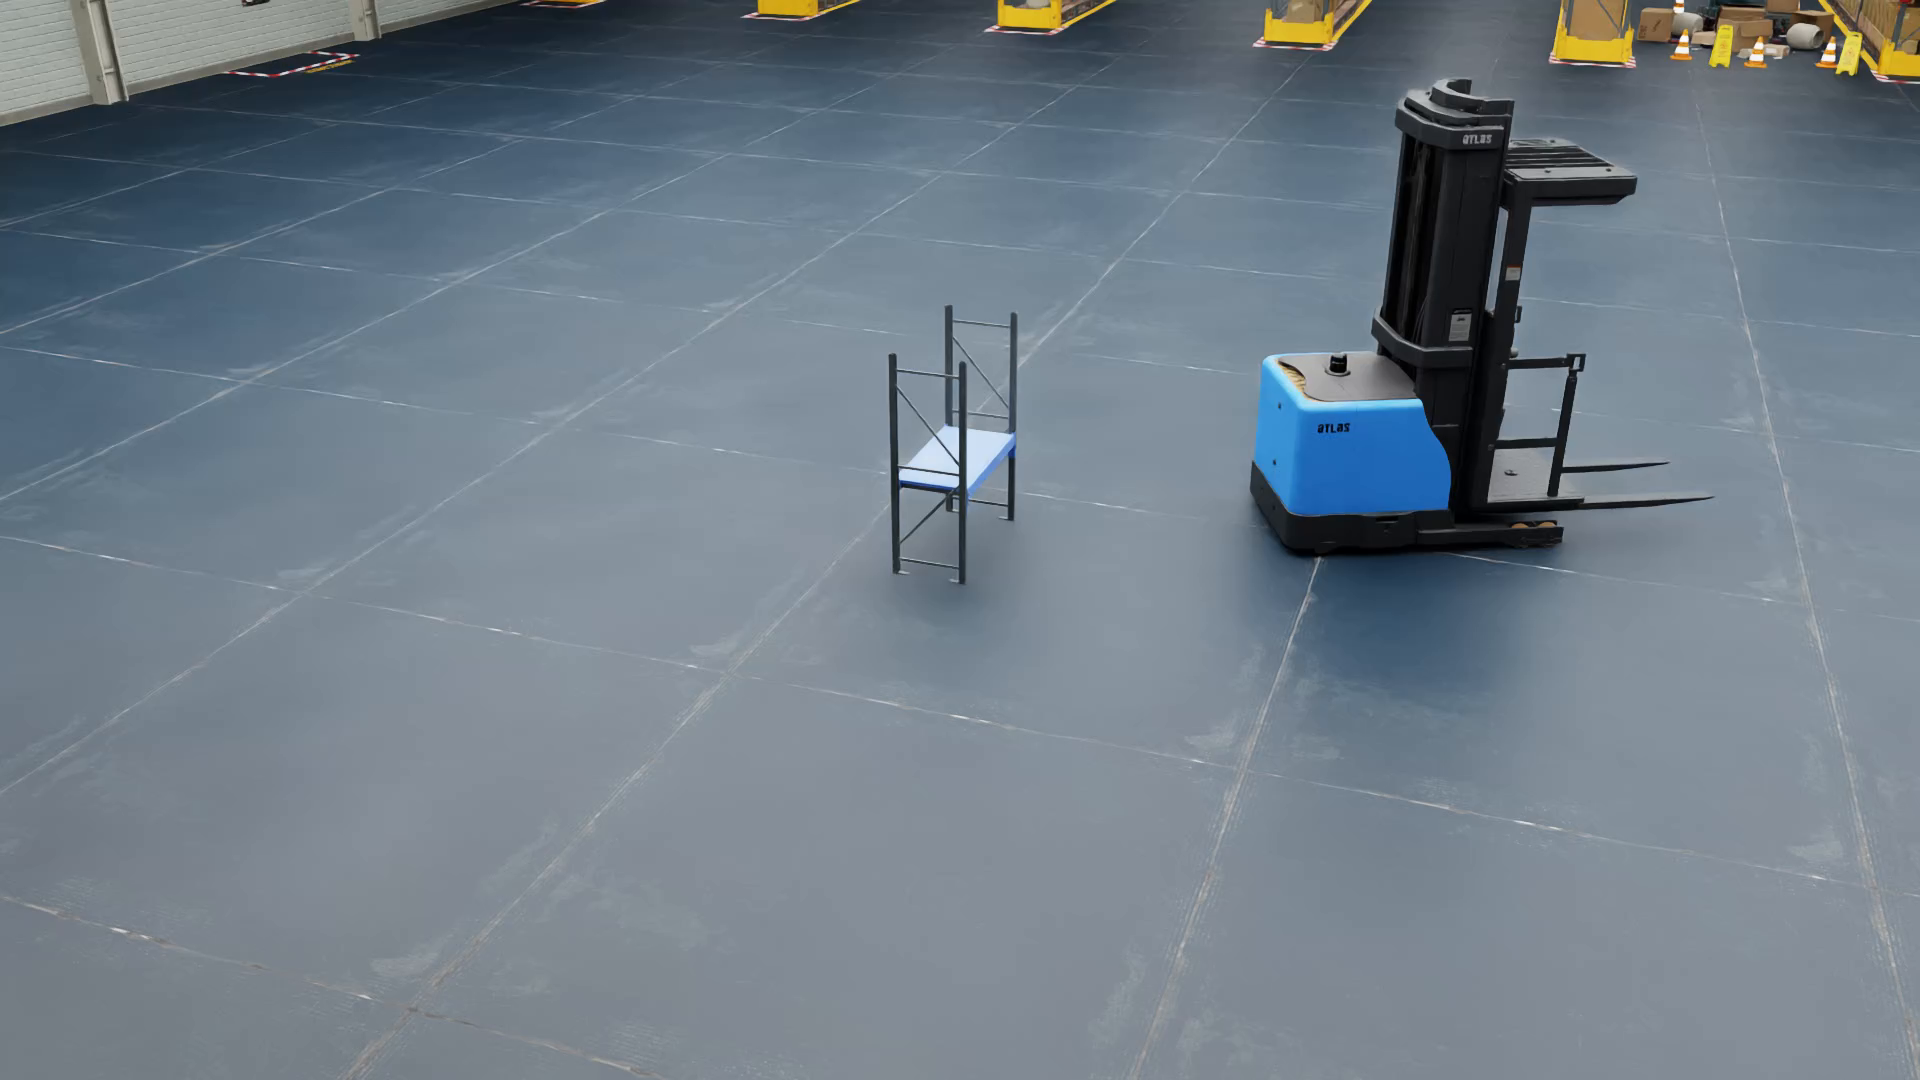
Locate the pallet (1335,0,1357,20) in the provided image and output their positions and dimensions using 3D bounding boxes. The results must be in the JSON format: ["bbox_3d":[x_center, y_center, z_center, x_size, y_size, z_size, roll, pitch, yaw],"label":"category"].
[{"bbox_3d":[7.129,-10.324,32.331,1.003,0.211,1.213,9,27,17],"label":"pallet"}]

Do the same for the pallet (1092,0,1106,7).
[{"bbox_3d":[2.386,-11.054,33.838,1.003,0.211,1.213,9,27,17],"label":"pallet"}]

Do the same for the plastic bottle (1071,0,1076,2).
[{"bbox_3d":[2.215,-10.605,32.337,0.097,0.271,0.097,0,26,0],"label":"plastic bottle"}]

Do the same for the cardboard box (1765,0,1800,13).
[{"bbox_3d":[14.976,-9.885,30.223,0.500,0.500,0.500,9,27,17],"label":"cardboard box"}]

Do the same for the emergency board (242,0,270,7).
[{"bbox_3d":[-11.483,-9.308,27.032,0.157,1.169,0.626,9,27,17],"label":"emergency board"}]

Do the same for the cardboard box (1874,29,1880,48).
[{"bbox_3d":[15.529,-8.314,27.652,0.500,0.250,0.500,9,27,18],"label":"cardboard box"}]

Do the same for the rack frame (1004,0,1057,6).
[{"bbox_3d":[1.318,-10.935,30.392,1.000,3.000,0.127,9,27,17],"label":"rack frame"}]

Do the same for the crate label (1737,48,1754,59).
[{"bbox_3d":[13.303,-8.208,28.046,0.250,0.136,0.298,-5,26,-9],"label":"crate label"}]

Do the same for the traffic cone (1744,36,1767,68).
[{"bbox_3d":[13.100,-8.023,27.289,0.336,0.463,0.334,9,27,17],"label":"traffic cone"}]

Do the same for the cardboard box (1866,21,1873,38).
[{"bbox_3d":[15.873,-8.732,28.516,0.500,0.250,0.500,8,27,17],"label":"cardboard box"}]

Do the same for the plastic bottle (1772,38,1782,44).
[{"bbox_3d":[14.467,-8.842,29.443,0.133,0.061,0.283,14,29,26],"label":"plastic bottle"}]

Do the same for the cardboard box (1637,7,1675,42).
[{"bbox_3d":[12.414,-9.189,29.652,0.500,0.500,0.500,14,29,26],"label":"cardboard box"}]

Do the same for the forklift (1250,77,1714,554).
[{"bbox_3d":[3.610,-1.488,10.960,3.031,2.935,1.130,-3,26,-6],"label":"forklift"}]

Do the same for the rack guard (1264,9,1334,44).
[{"bbox_3d":[6.014,-9.123,29.518,1.175,0.500,0.348,9,27,17],"label":"rack guard"}]

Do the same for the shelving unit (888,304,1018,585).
[{"bbox_3d":[-0.028,-0.640,10.851,0.538,1.500,1.048,9,27,17],"label":"shelving unit"}]

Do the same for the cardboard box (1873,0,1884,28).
[{"bbox_3d":[15.699,-8.857,27.913,0.500,0.500,0.500,8,27,16],"label":"cardboard box"}]

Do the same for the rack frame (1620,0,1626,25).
[{"bbox_3d":[11.963,-11.100,30.733,1.000,3.000,0.127,9,27,17],"label":"rack frame"}]

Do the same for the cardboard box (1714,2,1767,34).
[{"bbox_3d":[13.834,-9.191,29.501,0.797,0.637,0.503,9,27,17],"label":"cardboard box"}]

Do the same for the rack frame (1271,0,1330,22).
[{"bbox_3d":[5.988,-10.217,28.909,1.000,3.000,0.127,9,27,17],"label":"rack frame"}]

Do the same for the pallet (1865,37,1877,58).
[{"bbox_3d":[16.070,-8.384,28.324,1.003,0.211,1.213,9,27,17],"label":"pallet"}]

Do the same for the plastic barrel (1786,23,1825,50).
[{"bbox_3d":[14.593,-8.688,28.709,0.421,0.421,0.512,-14,29,-27],"label":"plastic barrel"}]

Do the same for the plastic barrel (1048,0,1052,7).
[{"bbox_3d":[1.631,-10.492,31.850,0.421,0.512,0.421,0,26,0],"label":"plastic barrel"}]

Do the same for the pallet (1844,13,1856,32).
[{"bbox_3d":[16.922,-9.488,30.605,1.003,0.211,1.213,9,27,17],"label":"pallet"}]

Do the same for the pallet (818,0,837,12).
[{"bbox_3d":[-3.137,-10.720,33.148,1.003,0.211,1.213,9,27,17],"label":"pallet"}]

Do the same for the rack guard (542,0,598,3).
[{"bbox_3d":[-7.999,-11.278,33.969,1.175,0.500,0.348,9,27,17],"label":"rack guard"}]

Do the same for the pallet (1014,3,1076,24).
[{"bbox_3d":[1.574,-10.051,31.767,1.003,0.211,1.213,9,27,17],"label":"pallet"}]

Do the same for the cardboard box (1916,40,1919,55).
[{"bbox_3d":[15.863,-8.022,27.050,0.500,0.250,0.500,9,27,17],"label":"cardboard box"}]

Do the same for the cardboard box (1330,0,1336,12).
[{"bbox_3d":[6.833,-10.263,31.391,0.500,0.500,0.500,6,27,13],"label":"cardboard box"}]

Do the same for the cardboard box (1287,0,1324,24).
[{"bbox_3d":[6.212,-9.535,29.887,0.500,0.500,0.500,14,29,27],"label":"cardboard box"}]

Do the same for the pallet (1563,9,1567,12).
[{"bbox_3d":[12.149,-10.173,32.018,1.003,0.211,1.213,9,27,17],"label":"pallet"}]

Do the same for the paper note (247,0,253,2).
[{"bbox_3d":[-11.586,-8.850,27.097,0.016,0.148,0.142,9,27,17],"label":"paper note"}]

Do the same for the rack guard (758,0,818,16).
[{"bbox_3d":[-3.360,-10.520,32.404,1.175,0.500,0.348,9,27,17],"label":"rack guard"}]

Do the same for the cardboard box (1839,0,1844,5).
[{"bbox_3d":[17.560,-10.538,32.107,0.950,0.372,0.625,8,27,16],"label":"cardboard box"}]

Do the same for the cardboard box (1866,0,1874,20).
[{"bbox_3d":[16.047,-9.287,28.802,0.500,0.500,0.500,10,28,20],"label":"cardboard box"}]

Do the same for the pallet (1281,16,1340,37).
[{"bbox_3d":[6.317,-9.322,30.260,1.003,0.211,1.213,9,27,17],"label":"pallet"}]

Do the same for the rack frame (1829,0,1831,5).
[{"bbox_3d":[17.996,-12.067,32.731,1.000,3.000,0.127,9,27,17],"label":"rack frame"}]

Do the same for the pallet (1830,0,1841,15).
[{"bbox_3d":[17.734,-10.491,32.676,1.003,0.211,1.213,9,27,17],"label":"pallet"}]

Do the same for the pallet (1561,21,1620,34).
[{"bbox_3d":[11.232,-9.040,29.679,1.003,0.211,1.213,9,27,17],"label":"pallet"}]

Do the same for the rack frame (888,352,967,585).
[{"bbox_3d":[-0.198,-0.431,10.419,0.500,1.500,0.032,9,27,17],"label":"rack frame"}]

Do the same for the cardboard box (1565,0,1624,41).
[{"bbox_3d":[10.795,-8.977,28.305,0.875,0.875,0.875,9,27,18],"label":"cardboard box"}]

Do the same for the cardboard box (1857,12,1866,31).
[{"bbox_3d":[16.214,-9.171,29.424,0.500,0.250,0.500,7,27,15],"label":"cardboard box"}]

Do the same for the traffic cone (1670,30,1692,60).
[{"bbox_3d":[12.148,-8.326,27.916,0.336,0.463,0.334,9,27,17],"label":"traffic cone"}]

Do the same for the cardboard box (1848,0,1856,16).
[{"bbox_3d":[17.073,-9.941,30.874,0.950,0.372,0.625,11,28,21],"label":"cardboard box"}]

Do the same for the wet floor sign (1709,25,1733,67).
[{"bbox_3d":[12.490,-8.097,27.233,0.267,0.644,0.232,4,26,8],"label":"wet floor sign"}]

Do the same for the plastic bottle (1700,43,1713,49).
[{"bbox_3d":[12.998,-8.617,28.977,0.133,0.061,0.283,0,26,-1],"label":"plastic bottle"}]

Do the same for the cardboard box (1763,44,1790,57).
[{"bbox_3d":[13.865,-8.328,28.279,0.250,0.149,0.380,-20,33,-36],"label":"cardboard box"}]

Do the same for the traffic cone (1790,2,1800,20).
[{"bbox_3d":[15.757,-9.994,31.360,0.336,0.463,0.334,9,27,17],"label":"traffic cone"}]

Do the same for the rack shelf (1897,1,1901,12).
[{"bbox_3d":[15.999,-9.278,27.795,1.077,0.370,4.000,9,27,17],"label":"rack shelf"}]

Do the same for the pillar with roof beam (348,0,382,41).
[{"bbox_3d":[-6.544,-12.395,26.524,9.100,9.000,0.400,9,27,17],"label":"pillar with roof beam"}]

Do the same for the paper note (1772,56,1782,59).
[{"bbox_3d":[13.771,-8.120,27.986,0.148,0.019,0.142,0,26,-1],"label":"paper note"}]

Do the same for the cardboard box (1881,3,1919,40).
[{"bbox_3d":[15.354,-8.436,27.043,0.500,0.500,0.500,9,27,18],"label":"cardboard box"}]
